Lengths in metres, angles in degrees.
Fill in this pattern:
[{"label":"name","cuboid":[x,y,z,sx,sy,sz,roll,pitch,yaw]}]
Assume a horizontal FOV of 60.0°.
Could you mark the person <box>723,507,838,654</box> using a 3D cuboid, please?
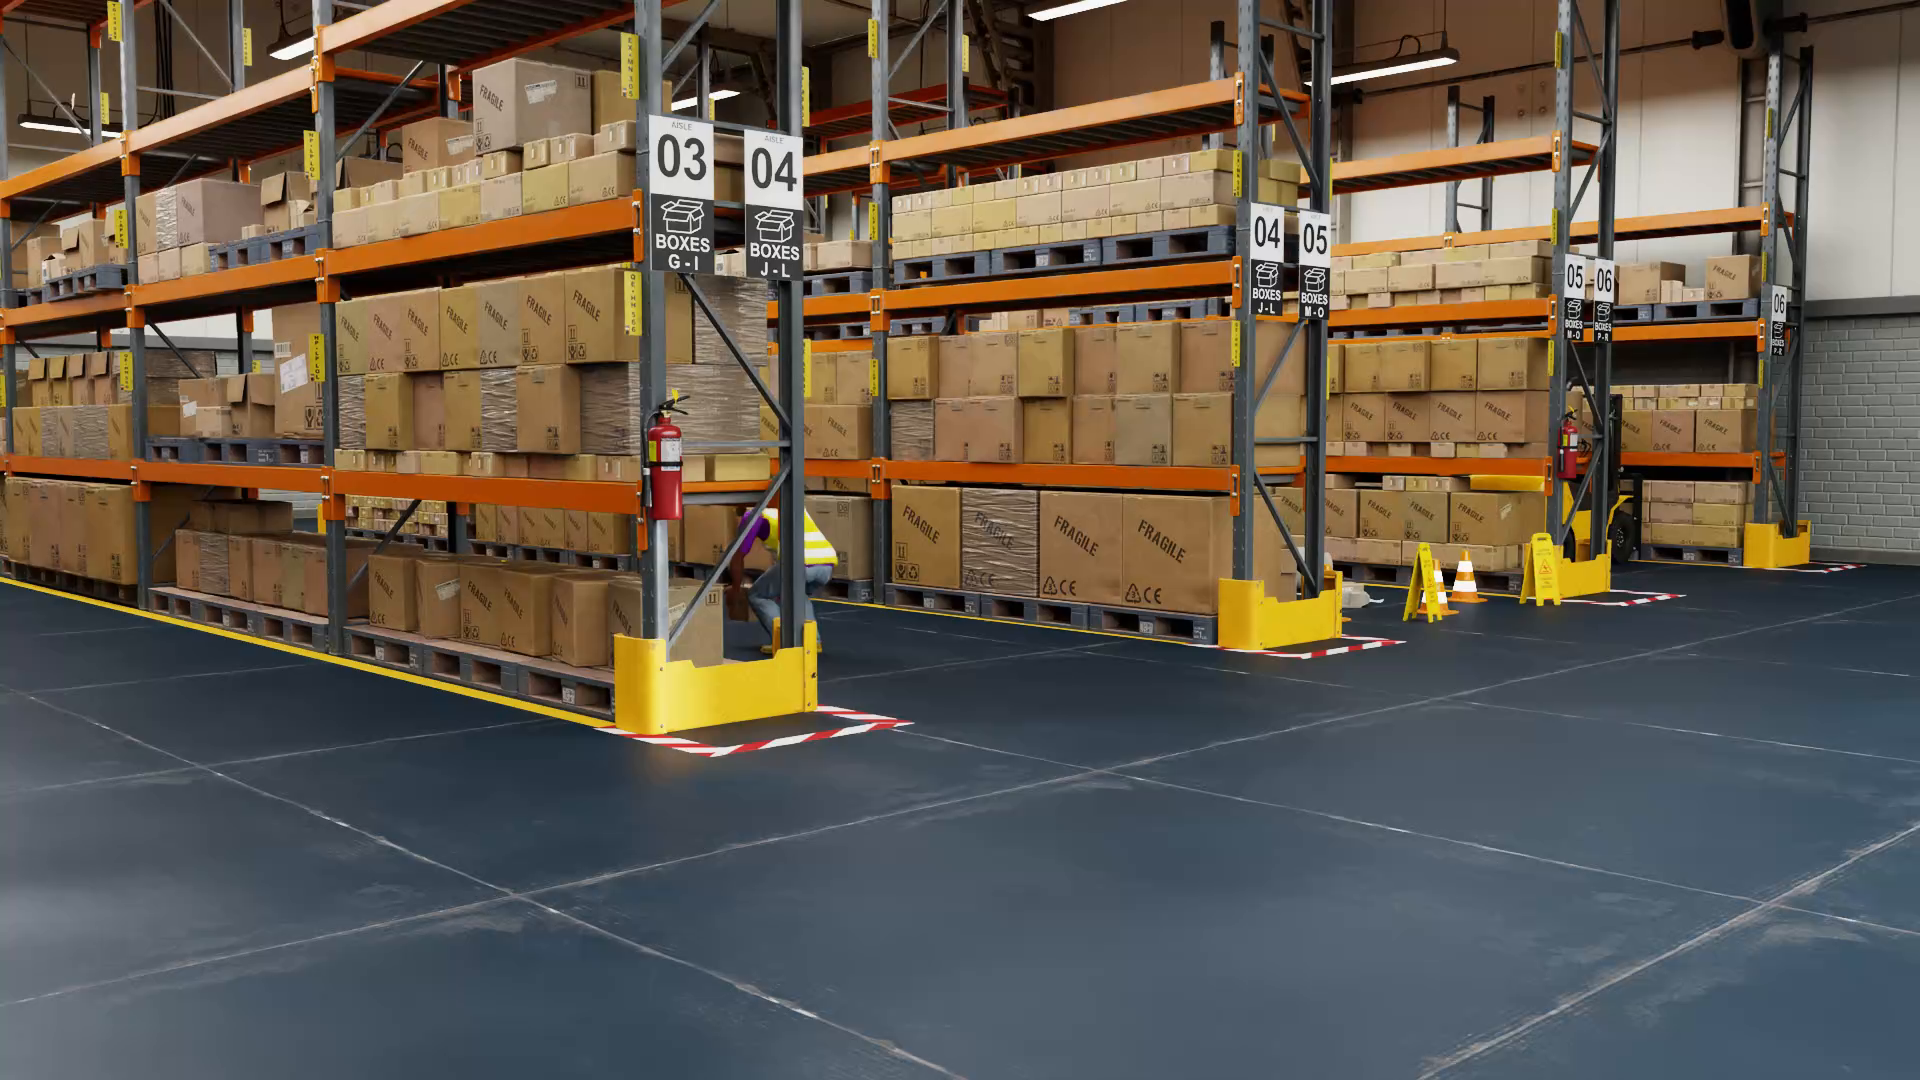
[{"label":"person","cuboid":[-1.281,0.201,11.797,0.620,1.207,0.839,-4,5,-44]}]
